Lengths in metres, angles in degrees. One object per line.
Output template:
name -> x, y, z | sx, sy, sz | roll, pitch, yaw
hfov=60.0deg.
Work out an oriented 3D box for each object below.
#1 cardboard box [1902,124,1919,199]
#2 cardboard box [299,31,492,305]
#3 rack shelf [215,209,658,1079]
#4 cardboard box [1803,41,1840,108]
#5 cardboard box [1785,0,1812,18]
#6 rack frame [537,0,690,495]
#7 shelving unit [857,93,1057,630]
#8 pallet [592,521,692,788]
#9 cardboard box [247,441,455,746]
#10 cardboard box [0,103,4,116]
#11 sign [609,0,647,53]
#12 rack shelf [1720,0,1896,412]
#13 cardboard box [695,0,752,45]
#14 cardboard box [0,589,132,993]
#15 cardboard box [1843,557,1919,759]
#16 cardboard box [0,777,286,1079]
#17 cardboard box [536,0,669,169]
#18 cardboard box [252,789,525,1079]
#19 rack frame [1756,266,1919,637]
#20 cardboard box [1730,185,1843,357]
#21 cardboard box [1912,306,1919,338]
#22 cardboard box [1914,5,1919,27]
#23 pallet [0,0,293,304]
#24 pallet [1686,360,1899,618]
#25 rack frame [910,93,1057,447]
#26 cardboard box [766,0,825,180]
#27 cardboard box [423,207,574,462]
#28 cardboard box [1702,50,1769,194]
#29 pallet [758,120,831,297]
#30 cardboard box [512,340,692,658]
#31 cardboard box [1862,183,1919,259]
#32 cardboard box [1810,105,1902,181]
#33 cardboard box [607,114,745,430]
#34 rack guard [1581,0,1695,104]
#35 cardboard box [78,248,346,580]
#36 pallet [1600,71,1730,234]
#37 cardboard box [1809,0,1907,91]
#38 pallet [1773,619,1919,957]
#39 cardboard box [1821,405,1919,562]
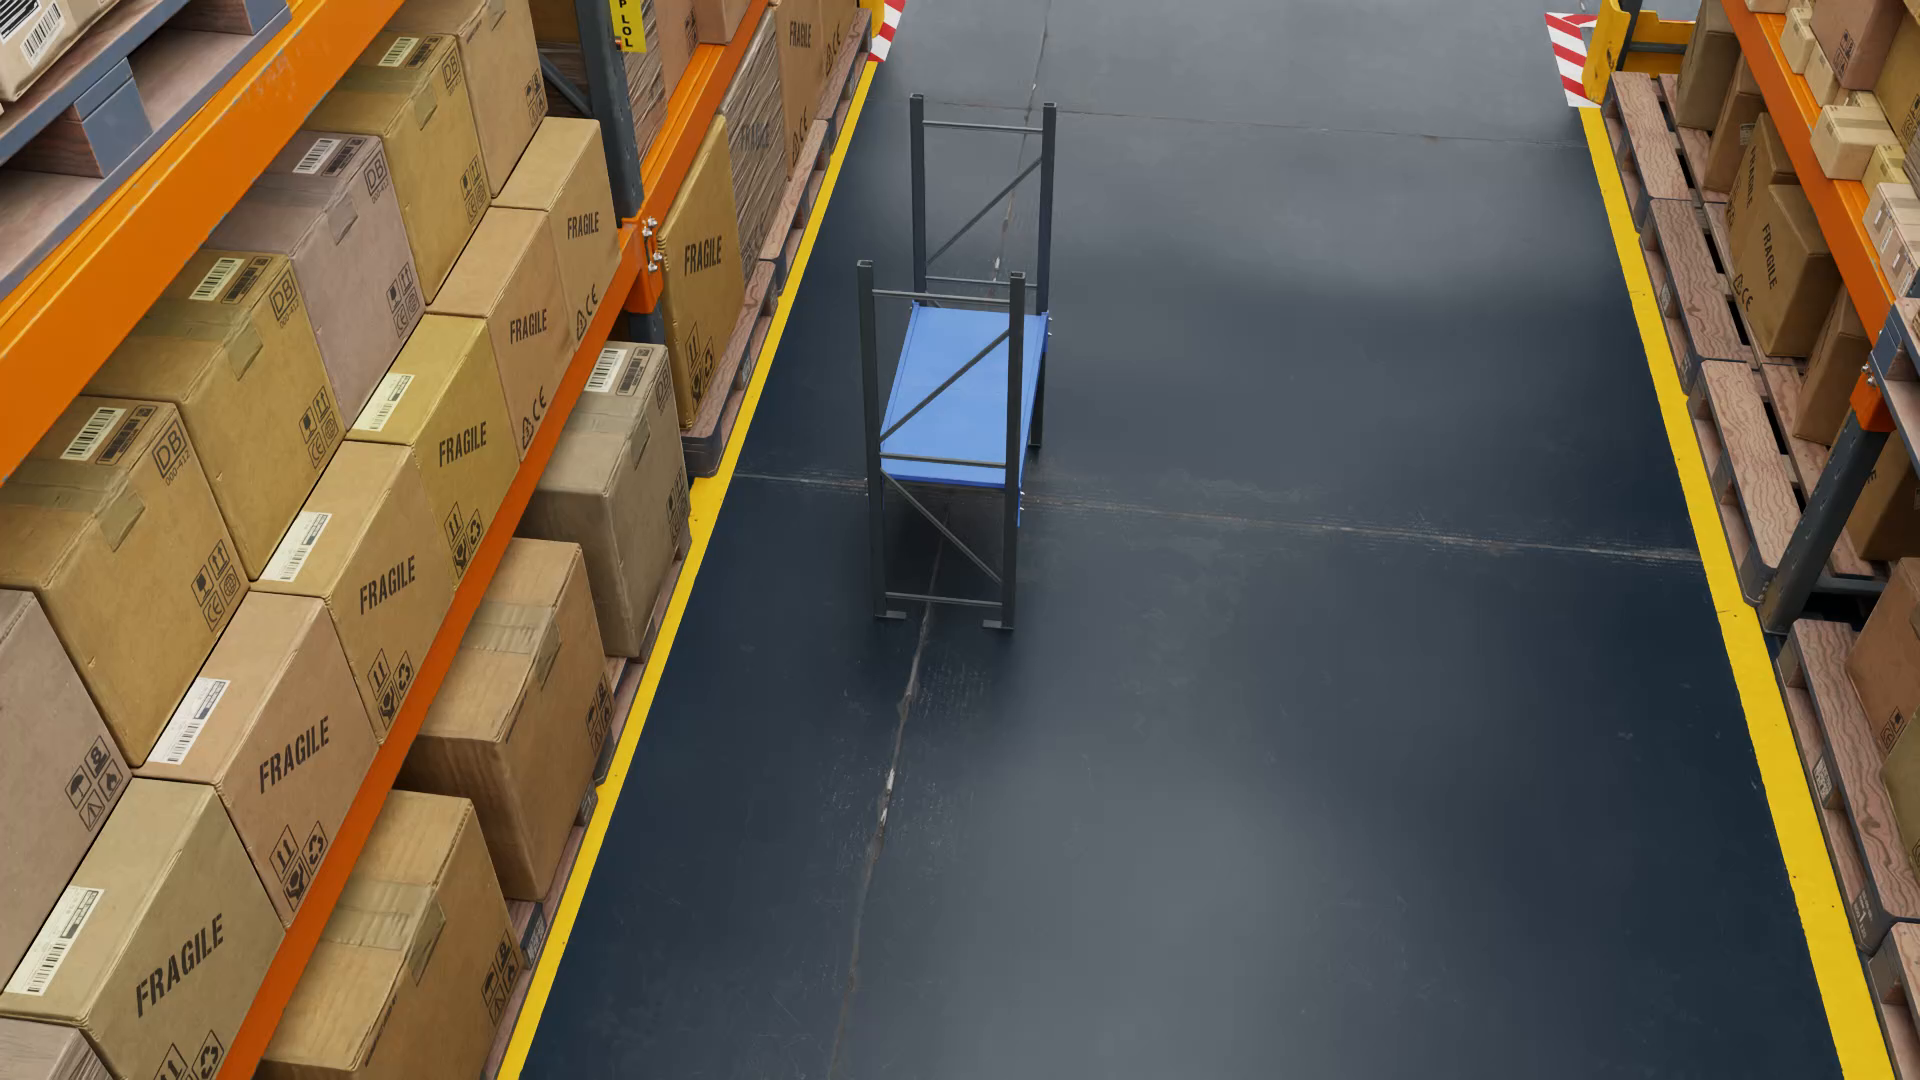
cardboard box -> 3.474, -1.195, 5.042 | 0.875, 0.500, 0.500 | 5, 44, 6
cardboard box -> -1.676, -0.979, 4.303 | 0.700, 0.500, 0.500 | 5, 44, 5
rack shelf -> -1.814, 0.355, 4.217 | 1.077, 0.370, 4.000 | 5, 44, 6
cardboard box -> 3.304, -1.679, 6.025 | 0.380, 0.149, 0.250 | 5, 44, 6
cardboard box -> 3.412, -2.016, 6.380 | 0.380, 0.149, 0.250 | 5, 44, 6
rack frame -> -1.550, -1.270, 5.409 | 1.000, 3.000, 0.127 | 5, 44, 6
shelving unit -> 0.011, -0.603, 5.796 | 0.538, 1.500, 1.048 | 5, 44, 6
pallet -> -1.577, 0.276, 5.805 | 1.003, 0.211, 1.213 | 5, 44, 6
cardboard box -> -1.552, 0.109, 3.880 | 0.500, 0.500, 0.500 | 5, 44, 5
cardboard box -> -1.699, -0.582, 2.232 | 0.500, 0.250, 0.500 | 6, 44, 7
sign -> -1.011, -1.619, 4.993 | 0.100, 0.325, 0.005 | 5, 44, 6
rack shelf -> 3.617, -1.852, 6.547 | 1.077, 0.370, 4.000 | 5, 44, 6
cardboard box -> -1.275, -2.311, 6.400 | 0.875, 0.550, 0.550 | 5, 44, 6
cardboard box -> -1.944, 0.407, 2.838 | 0.700, 0.500, 0.500 | 5, 44, 5
cardboard box -> 3.251, 0.415, 5.129 | 0.700, 0.500, 0.500 | 2, 43, 2
cardboard box -> -1.688, 0.792, 3.159 | 0.500, 0.500, 0.500 | 5, 44, 5
cardboard box -> -1.513, -1.577, 5.624 | 0.875, 0.550, 0.550 | 5, 44, 6
cardboard box -> -1.797, 1.118, 4.218 | 1.050, 0.750, 0.750 | 6, 44, 6
rack frame -> 3.353, -0.750, 4.860 | 1.000, 3.000, 0.127 | 5, 44, 6
cardboard box -> 3.518, -1.085, 6.727 | 0.500, 0.500, 0.500 | 2, 43, 2
cardboard box -> 3.109, -0.591, 3.951 | 1.000, 1.000, 1.000 | 6, 44, 6
cardboard box -> 3.140, -1.589, 4.730 | 0.500, 0.500, 0.500 | 5, 44, 6
pallet -> -1.901, -0.770, 2.837 | 1.003, 0.211, 1.213 | 7, 44, 7
pallet -> 3.407, -0.198, 6.306 | 1.003, 0.211, 1.213 | 5, 44, 6
rack frame -> 0.078, -0.949, 6.162 | 0.500, 1.500, 0.032 | 5, 44, 6
cardboard box -> -1.160, -2.309, 7.746 | 0.875, 0.875, 0.875 | 5, 44, 5
cardboard box -> -1.421, -0.582, 4.610 | 0.500, 0.500, 0.500 | 5, 44, 5
cardboard box -> 3.738, -1.886, 7.573 | 0.500, 0.500, 0.500 | 16, 46, 16
pallet -> -1.213, -1.602, 7.788 | 1.003, 0.211, 1.213 | 5, 44, 6
cardboard box -> -1.543, -0.174, 5.583 | 1.050, 0.750, 0.750 | 5, 44, 5
cardboard box -> 3.133, -1.001, 5.309 | 0.380, 0.149, 0.250 | 5, 44, 6
cardboard box -> 3.148, -1.347, 5.673 | 0.380, 0.149, 0.250 | 5, 44, 6
cardboard box -> -1.398, -1.073, 6.441 | 0.875, 0.875, 0.875 | 6, 44, 6
rack guard -> 3.872, -2.516, 8.544 | 1.175, 0.500, 0.348 | 5, 44, 6
cardboard box -> -1.811, -0.291, 3.576 | 0.700, 0.500, 0.500 | 5, 44, 5
pallet -> 3.729, -1.861, 8.062 | 1.003, 0.211, 1.213 | 5, 44, 6
cardboard box -> 3.541, -1.883, 5.768 | 0.875, 0.500, 0.500 | 5, 44, 6
pallet -> 3.252, 0.793, 5.258 | 1.003, 0.211, 1.213 | 5, 44, 6
cardboard box -> 3.446, -0.264, 5.859 | 0.500, 0.500, 0.500 | 4, 44, 4
